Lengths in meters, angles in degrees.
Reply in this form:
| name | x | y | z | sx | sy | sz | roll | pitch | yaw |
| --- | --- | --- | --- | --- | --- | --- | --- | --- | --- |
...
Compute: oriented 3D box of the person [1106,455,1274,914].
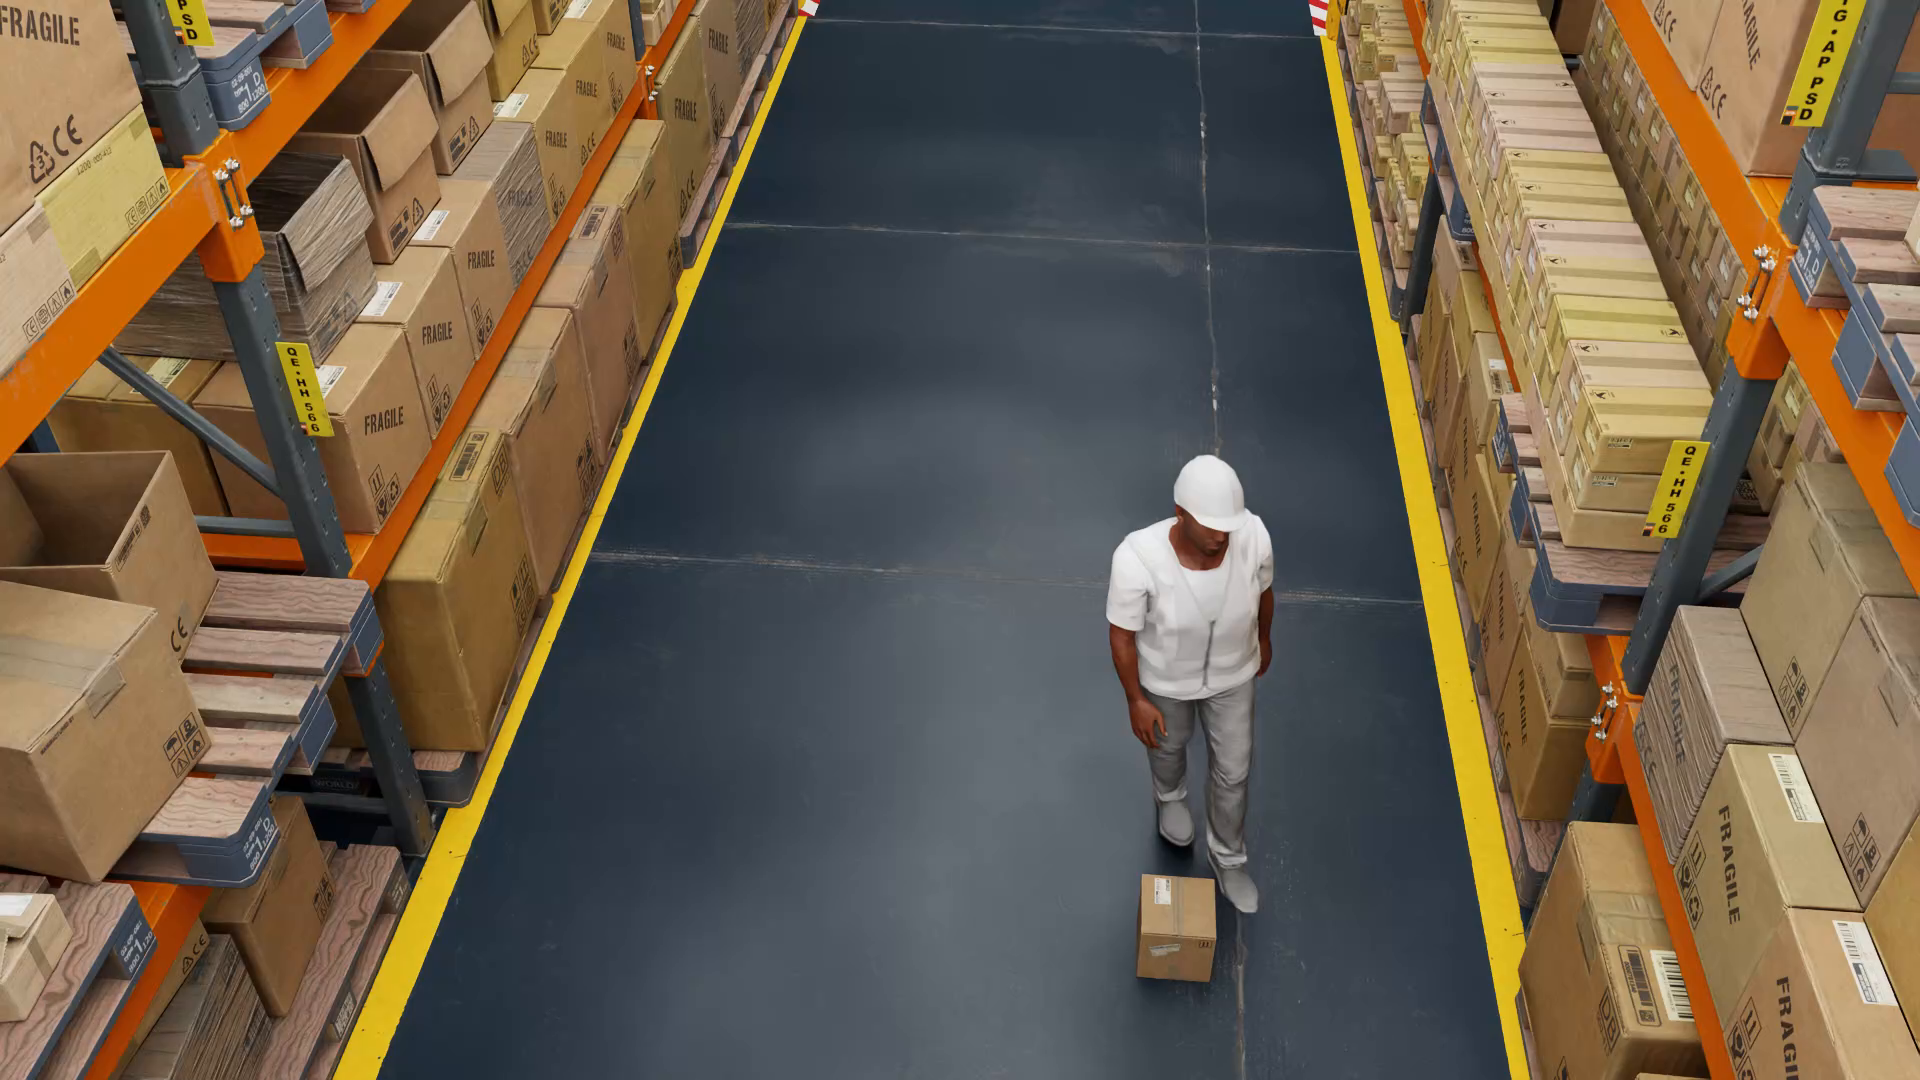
| name | x | y | z | sx | sy | sz | roll | pitch | yaw |
| --- | --- | --- | --- | --- | --- | --- | --- | --- | --- |
| person | 0.787 | 0.485 | 5.578 | 0.627 | 1.818 | 0.624 | -4 | 40 | -5 |
